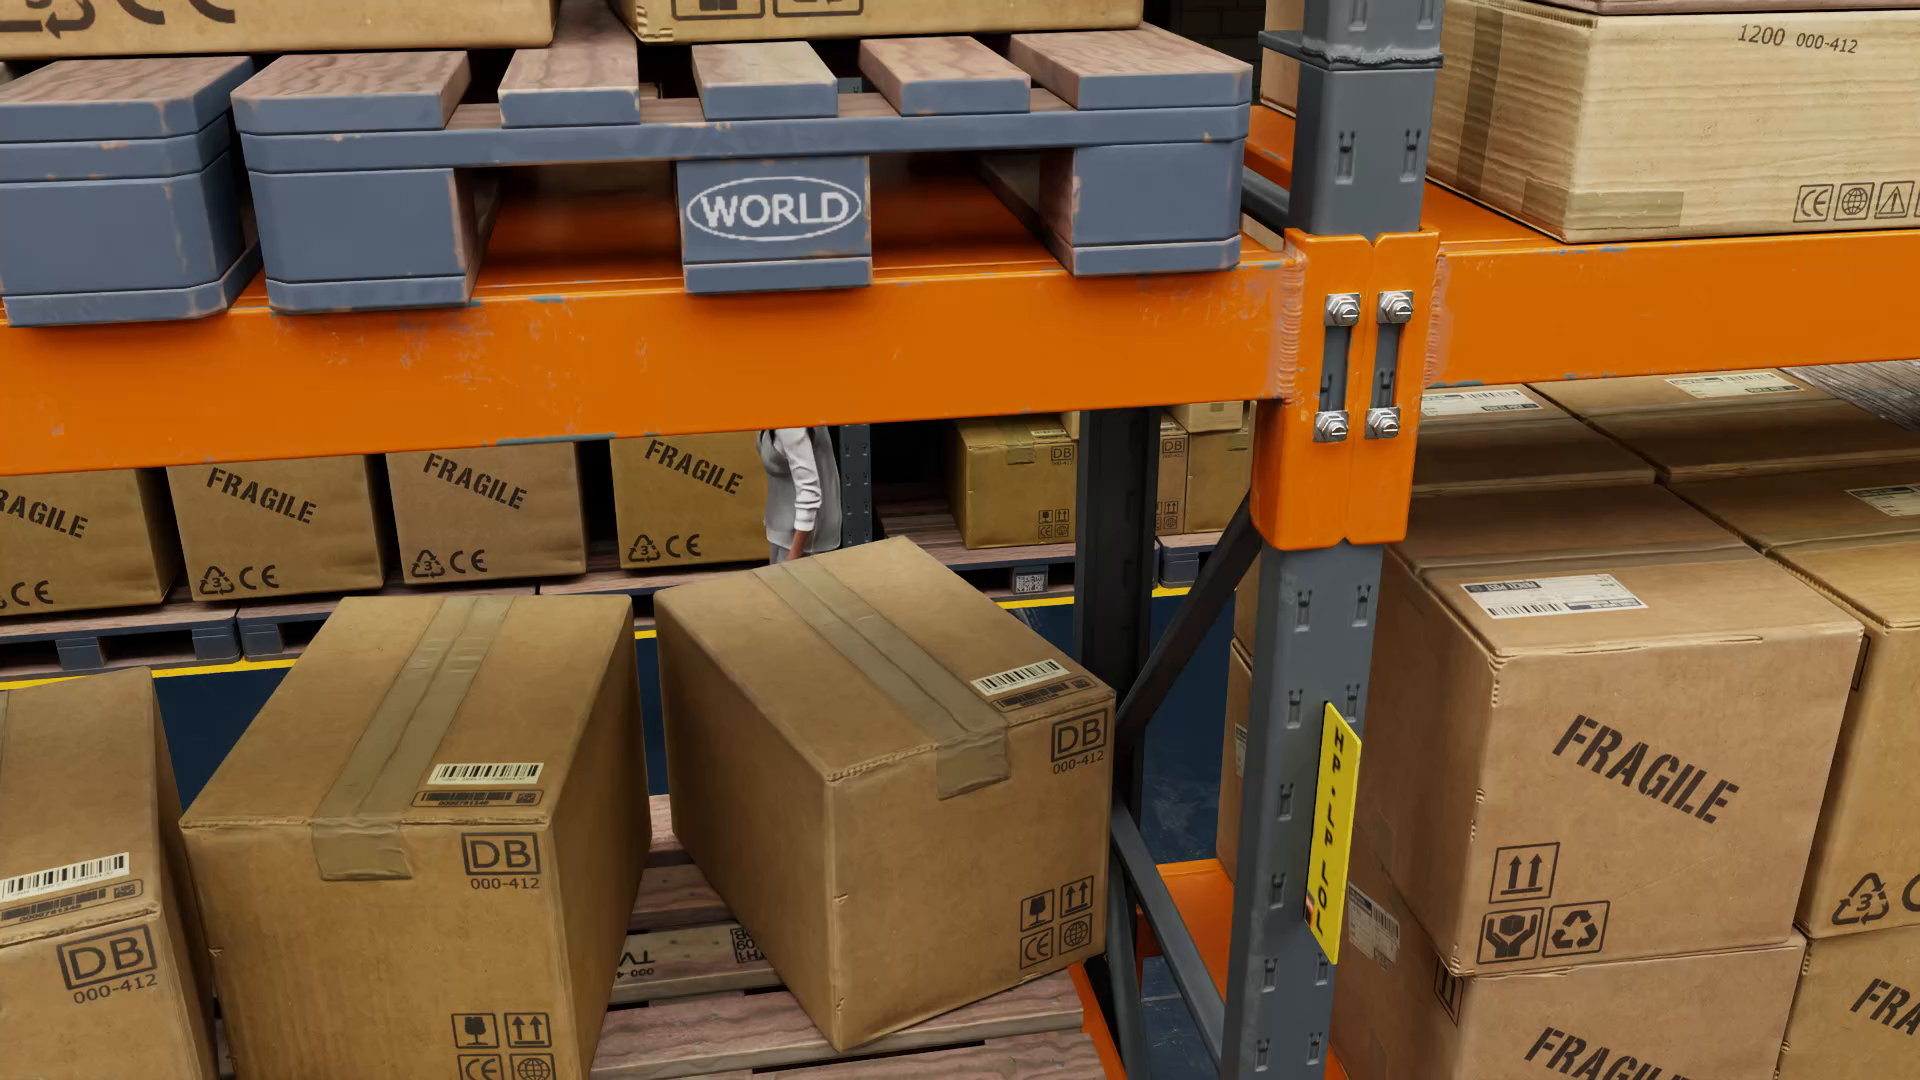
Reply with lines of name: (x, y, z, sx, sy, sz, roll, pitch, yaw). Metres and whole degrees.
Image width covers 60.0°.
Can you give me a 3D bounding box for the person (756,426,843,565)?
person: (-0.629, -0.002, 6.132, 0.376, 1.580, 0.466, -5, 24, -11)
